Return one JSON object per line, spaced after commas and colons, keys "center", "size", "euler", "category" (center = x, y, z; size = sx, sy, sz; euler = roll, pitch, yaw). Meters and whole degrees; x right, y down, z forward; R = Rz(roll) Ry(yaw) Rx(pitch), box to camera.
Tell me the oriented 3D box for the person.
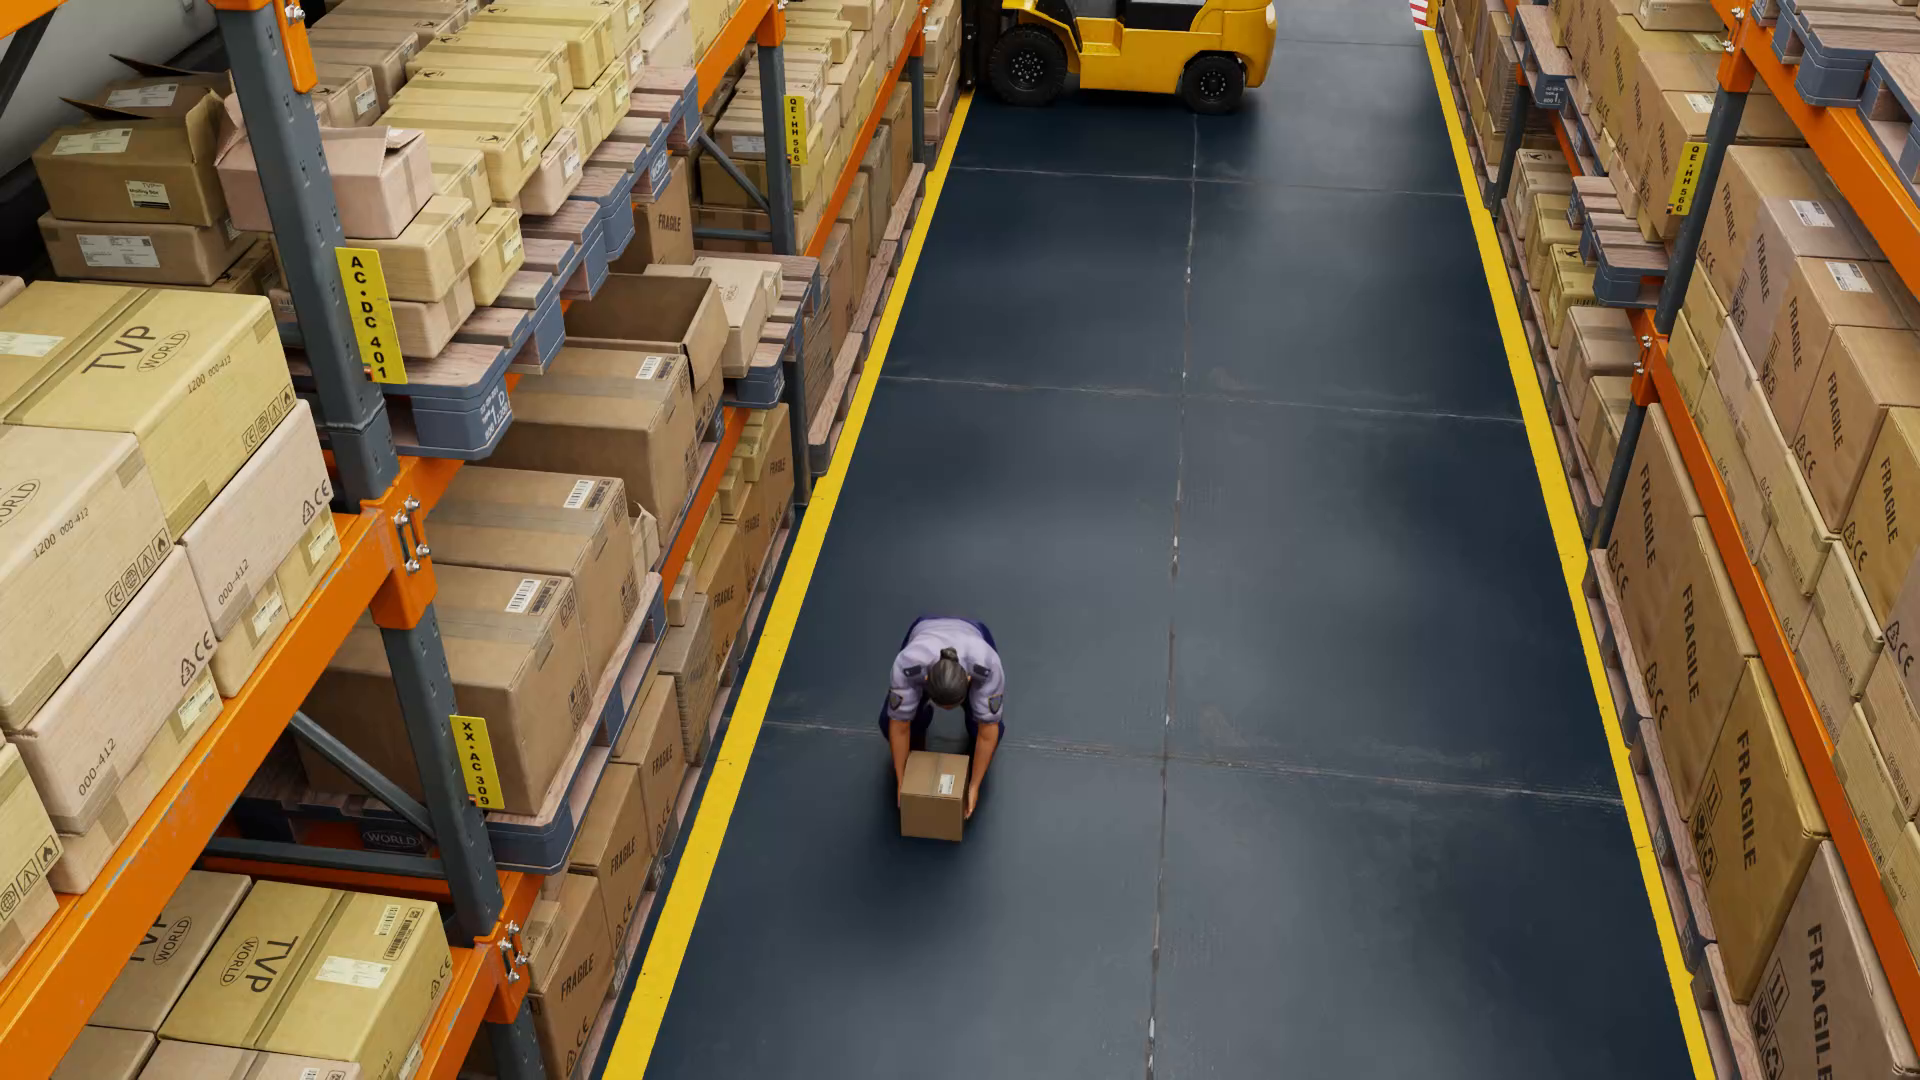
{"center": [-0.051, 0.250, 6.731], "size": [0.452, 1.622, 0.519], "euler": [5, 37, 6], "category": "person"}
